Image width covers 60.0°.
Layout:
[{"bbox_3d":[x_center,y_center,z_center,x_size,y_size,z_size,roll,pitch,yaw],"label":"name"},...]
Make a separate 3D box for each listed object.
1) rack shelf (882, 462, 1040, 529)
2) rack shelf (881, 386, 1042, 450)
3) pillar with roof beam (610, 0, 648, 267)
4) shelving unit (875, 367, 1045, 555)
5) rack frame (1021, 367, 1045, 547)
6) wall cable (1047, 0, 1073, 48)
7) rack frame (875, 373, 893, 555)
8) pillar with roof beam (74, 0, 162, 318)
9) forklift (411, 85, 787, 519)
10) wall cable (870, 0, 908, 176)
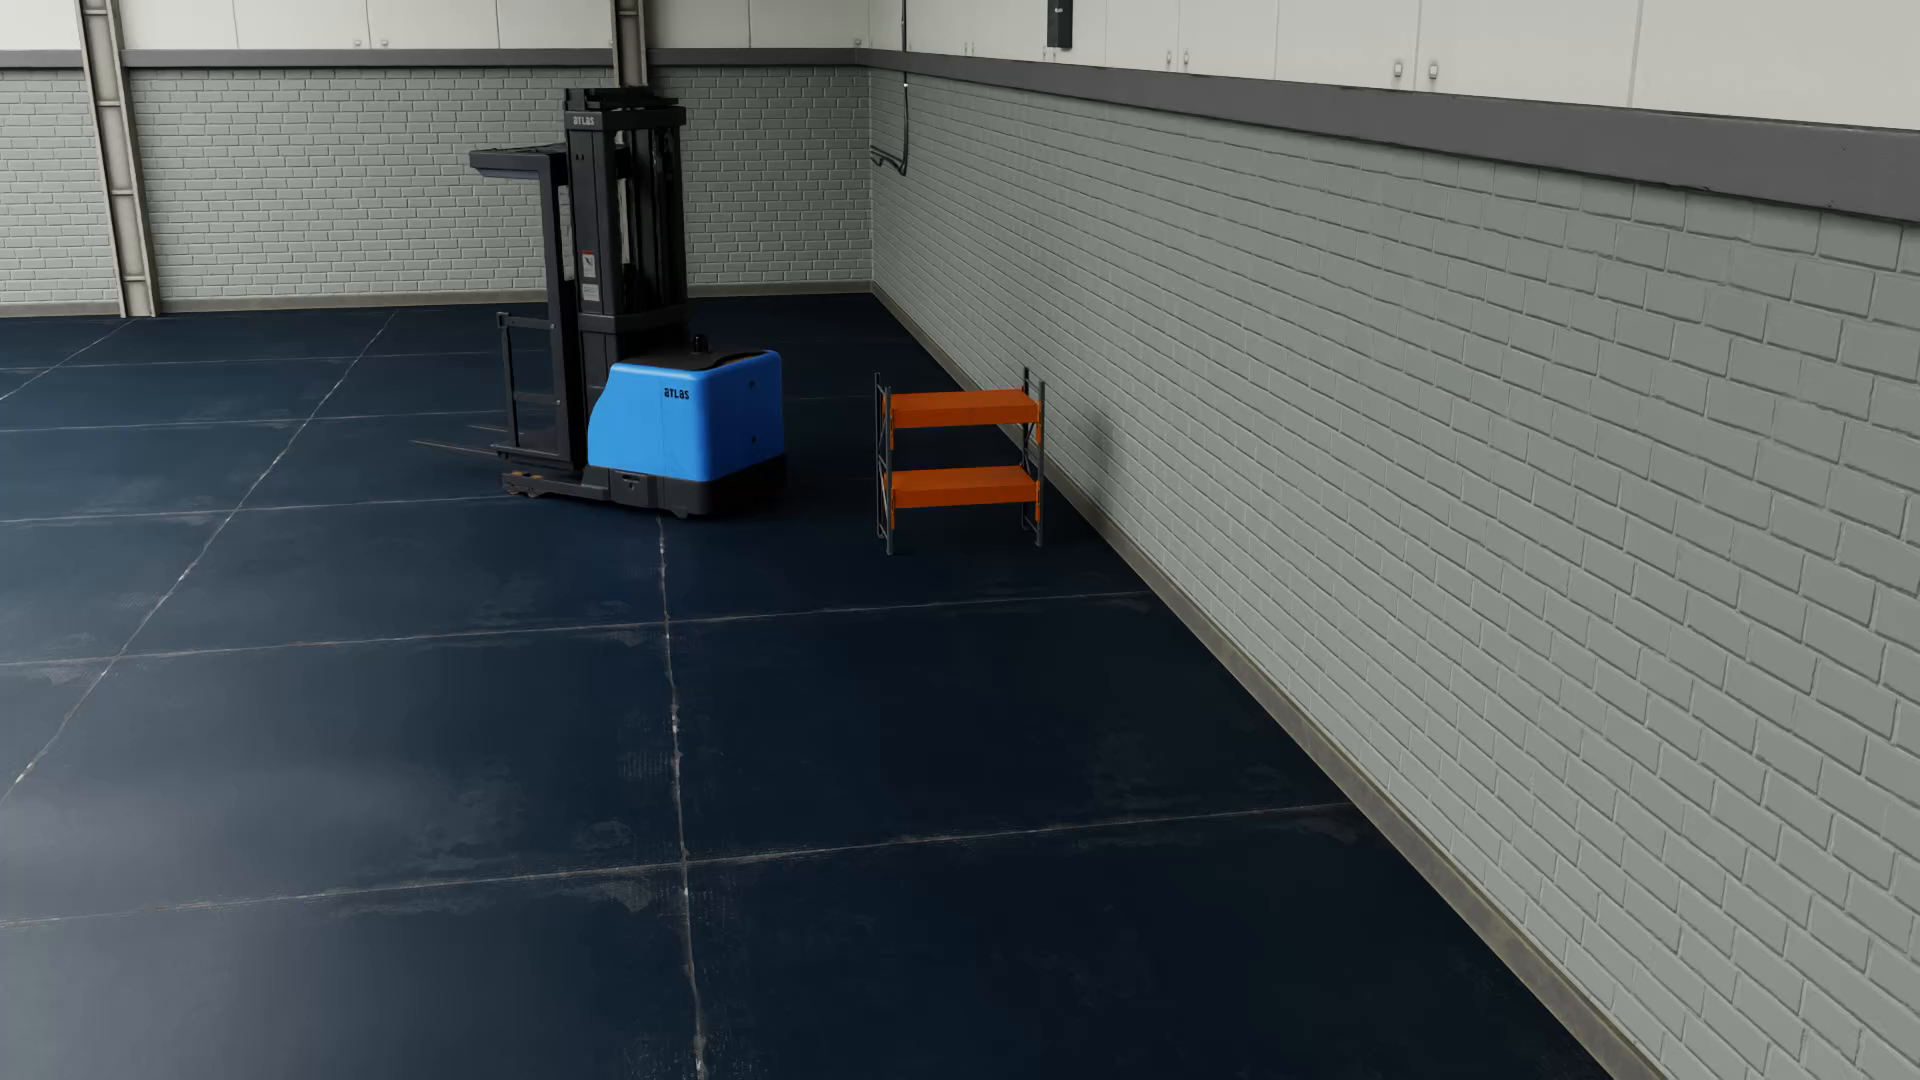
[{"bbox_3d":[-0.007,-0.304,11.217,1.000,0.278,0.538,-3,17,-10],"label":"rack shelf"},{"bbox_3d":[-0.007,-0.817,11.059,1.000,0.278,0.538,-3,17,-10],"label":"rack shelf"},{"bbox_3d":[-3.241,-6.131,15.946,0.400,9.000,9.100,-3,17,-10],"label":"pillar with roof beam"},{"bbox_3d":[-0.007,-0.537,11.145,1.048,1.125,0.538,-3,17,-10],"label":"shelving unit"},{"bbox_3d":[0.492,-0.566,11.238,0.032,1.125,0.500,-3,17,-10],"label":"rack frame"},{"bbox_3d":[0.871,-6.043,9.867,0.169,6.003,2.305,-3,17,-10],"label":"wall cable"},{"bbox_3d":[-0.506,-0.509,11.053,0.032,1.125,0.500,-3,17,-10],"label":"rack frame"},{"bbox_3d":[-9.132,-5.797,14.858,0.400,9.000,9.100,-3,17,-10],"label":"pillar with roof beam"},{"bbox_3d":[-2.837,-1.841,12.314,3.031,2.935,1.130,9,19,27],"label":"forklift"},{"bbox_3d":[-0.914,-5.671,19.736,0.112,2.526,3.097,-3,17,-10],"label":"wall cable"}]
